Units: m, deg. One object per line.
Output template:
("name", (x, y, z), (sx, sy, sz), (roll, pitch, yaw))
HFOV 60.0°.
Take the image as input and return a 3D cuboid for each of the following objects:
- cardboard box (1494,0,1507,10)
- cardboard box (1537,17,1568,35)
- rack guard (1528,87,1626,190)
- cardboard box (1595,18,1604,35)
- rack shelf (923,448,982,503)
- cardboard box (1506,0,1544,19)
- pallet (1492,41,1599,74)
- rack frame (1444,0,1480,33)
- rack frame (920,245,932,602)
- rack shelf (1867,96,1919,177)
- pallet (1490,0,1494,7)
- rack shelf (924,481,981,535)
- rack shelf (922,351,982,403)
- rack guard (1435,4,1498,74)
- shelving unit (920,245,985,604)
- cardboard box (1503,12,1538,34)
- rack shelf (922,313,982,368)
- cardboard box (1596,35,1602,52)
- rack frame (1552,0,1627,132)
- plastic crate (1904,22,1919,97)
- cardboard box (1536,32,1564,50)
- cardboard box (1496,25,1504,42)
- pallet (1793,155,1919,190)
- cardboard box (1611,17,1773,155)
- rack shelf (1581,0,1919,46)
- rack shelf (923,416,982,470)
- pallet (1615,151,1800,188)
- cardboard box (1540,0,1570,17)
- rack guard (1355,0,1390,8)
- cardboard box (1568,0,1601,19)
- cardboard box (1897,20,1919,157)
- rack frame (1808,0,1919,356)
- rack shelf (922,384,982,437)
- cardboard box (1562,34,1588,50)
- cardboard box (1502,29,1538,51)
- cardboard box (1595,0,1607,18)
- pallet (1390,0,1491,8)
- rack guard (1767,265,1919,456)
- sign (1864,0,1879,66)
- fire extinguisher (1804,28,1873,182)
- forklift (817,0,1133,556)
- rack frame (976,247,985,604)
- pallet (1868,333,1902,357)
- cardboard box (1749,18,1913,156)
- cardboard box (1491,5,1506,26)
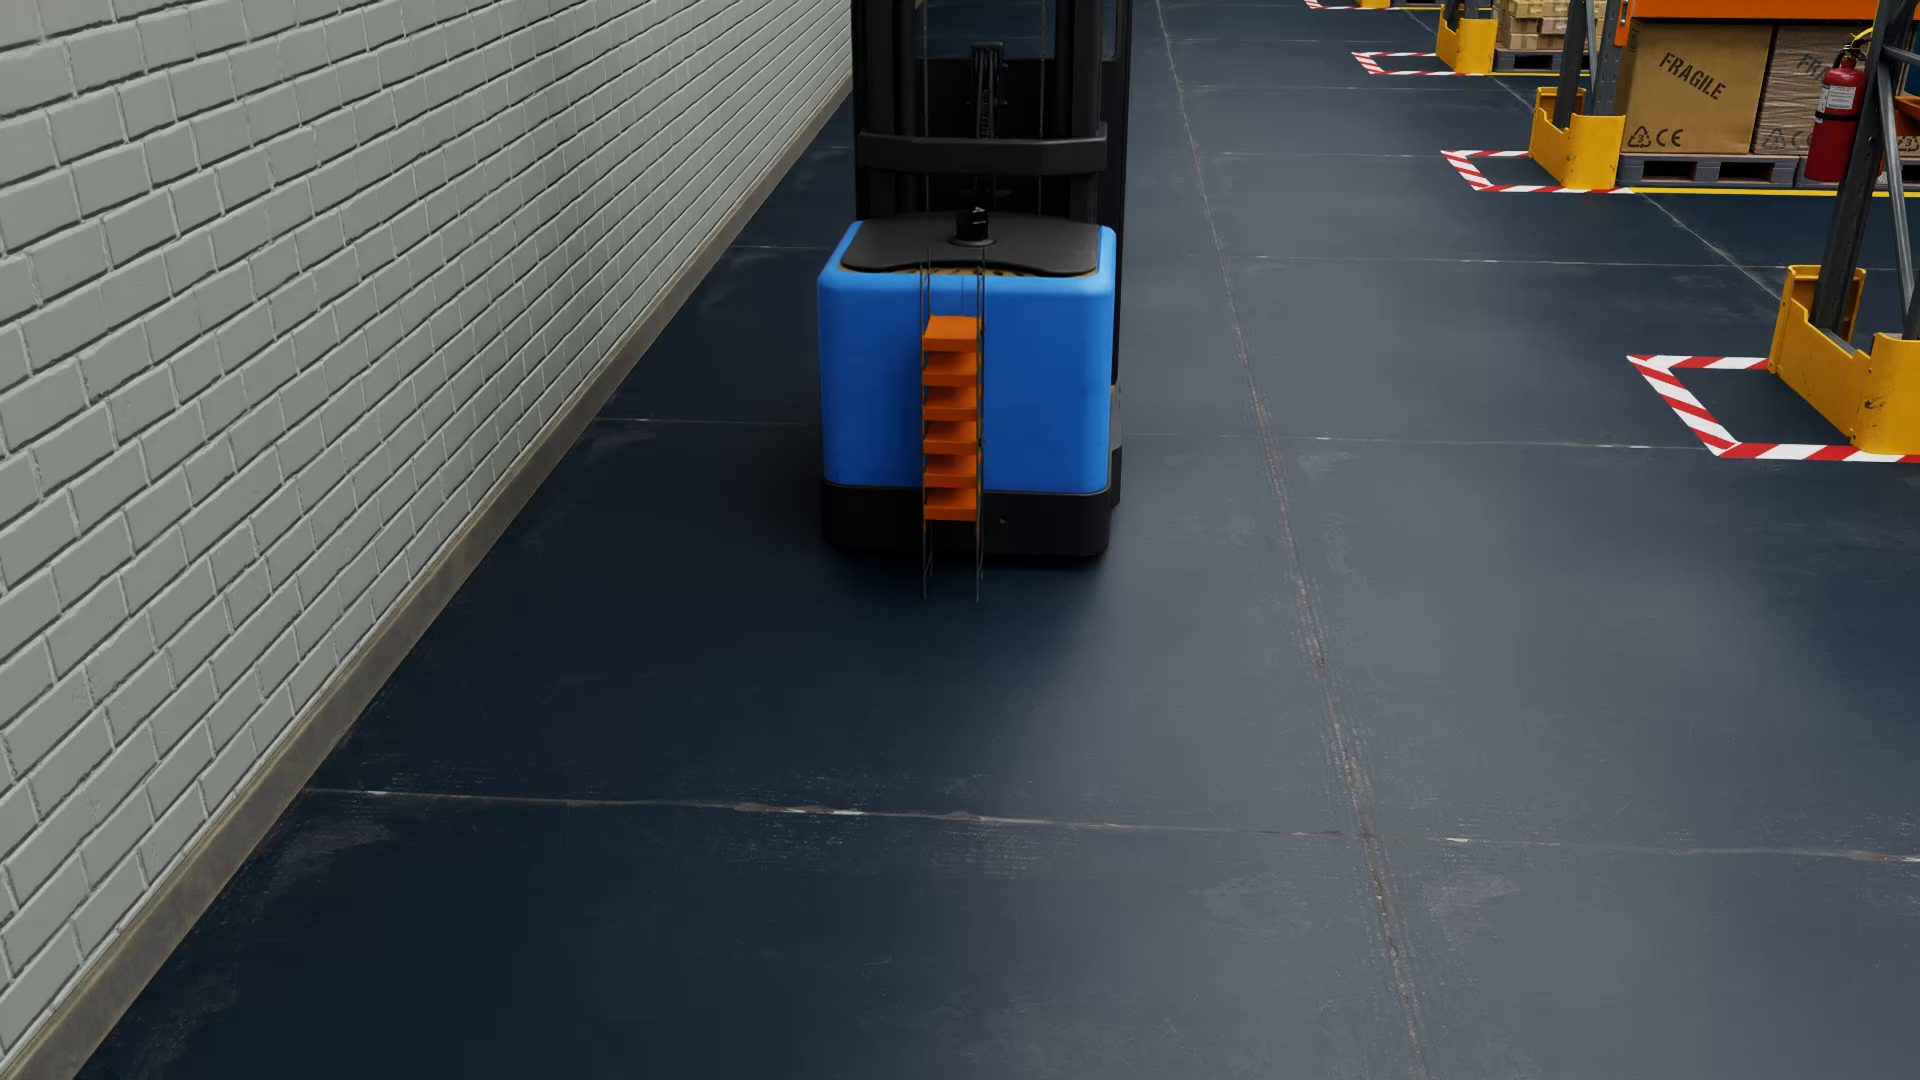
("cardboard box", (5.469, -5.352, 16.490), (0.250, 0.149, 0.380), (2, 25, 5))
("cardboard box", (5.693, -4.973, 16.021), (0.250, 0.149, 0.380), (2, 25, 4))
("rack guard", (4.417, -2.899, 11.952), (0.348, 0.500, 1.175), (2, 25, 4))
("cardboard box", (6.191, -4.948, 15.968), (0.250, 0.149, 0.380), (3, 25, 6))
("rack shelf", (-0.022, -0.227, 5.698), (0.180, 0.103, 0.258), (2, 25, 5))
("cardboard box", (5.418, -5.105, 15.953), (0.250, 0.149, 0.380), (1, 25, 2))
("pallet", (5.805, -4.788, 16.403), (1.213, 0.211, 1.003), (2, 25, 4))
("rack frame", (4.922, -6.098, 15.914), (0.127, 3.000, 1.000), (2, 25, 4))
("rack frame", (-0.114, -0.379, 5.636), (0.006, 1.200, 0.240), (2, 25, 5))
("rack shelf", (6.056, -1.579, 6.953), (4.000, 0.370, 1.077), (2, 25, 4))
("pallet", (7.216, -6.864, 20.915), (1.213, 0.211, 1.003), (2, 25, 4))
("rack shelf", (-0.022, -0.118, 5.749), (0.180, 0.103, 0.258), (2, 25, 5))
("rack shelf", (-0.023, -0.553, 5.545), (0.180, 0.103, 0.258), (2, 25, 5))
("rack guard", (4.997, -4.960, 16.431), (0.348, 0.500, 1.175), (2, 25, 4))
("shelving unit", (-0.023, -0.375, 5.628), (0.189, 1.200, 0.258), (2, 25, 5))
("cardboard box", (5.424, -5.005, 16.091), (0.250, 0.149, 0.380), (3, 25, 6))
("rack shelf", (-0.023, -0.661, 5.494), (0.180, 0.103, 0.258), (2, 25, 5))
("cardboard box", (6.181, -4.810, 16.023), (0.250, 0.149, 0.380), (2, 25, 5))
("rack frame", (4.441, -4.034, 11.428), (0.127, 3.000, 1.000), (2, 25, 4))
("plastic crate", (4.410, -2.080, 7.068), (0.499, 0.435, 0.616), (2, 25, 4))
("cardboard box", (5.687, -4.869, 16.151), (0.250, 0.149, 0.380), (2, 25, 4))
("cardboard box", (5.462, -5.064, 16.574), (0.250, 0.149, 0.380), (2, 25, 5))
("pallet", (6.457, -2.734, 11.939), (1.213, 0.211, 1.003), (2, 25, 4))
("cardboard box", (5.085, -3.272, 11.812), (0.875, 0.875, 0.875), (2, 25, 4))
("rack shelf", (6.435, -3.643, 11.439), (4.000, 0.370, 1.077), (2, 25, 4))
("rack shelf", (-0.023, -0.335, 5.647), (0.180, 0.103, 0.258), (2, 25, 5))
("pallet", (5.244, -2.774, 12.026), (1.213, 0.211, 1.003), (2, 25, 4))
("cardboard box", (5.702, -5.147, 16.043), (0.250, 0.149, 0.380), (2, 25, 5))
("rack guard", (5.176, -7.029, 20.929), (0.348, 0.500, 1.175), (2, 25, 4))
("cardboard box", (5.943, -5.085, 15.910), (0.250, 0.149, 0.380), (2, 25, 4))
("cardboard box", (6.880, -3.215, 11.687), (0.875, 0.875, 0.875), (2, 25, 4))
("rack frame", (4.062, -1.970, 6.942), (0.127, 3.000, 1.000), (2, 25, 4))
("rack shelf", (-0.023, -0.444, 5.596), (0.180, 0.103, 0.258), (2, 25, 5))
("cardboard box", (5.935, -4.864, 16.140), (0.250, 0.149, 0.380), (2, 25, 5))
("cardboard box", (5.419, -4.843, 16.095), (0.250, 0.149, 0.380), (2, 25, 5))
("cardboard box", (6.197, -5.112, 15.967), (0.250, 0.149, 0.380), (1, 25, 1))
("pallet", (6.003, -6.904, 21.003), (1.213, 0.211, 1.003), (2, 25, 4))
("rack guard", (4.037, -0.829, 7.454), (0.348, 0.500, 1.175), (2, 25, 4))
("sign", (4.088, -2.273, 7.407), (0.005, 0.325, 0.100), (2, 25, 4))
("fire extinguisher", (3.946, -1.959, 7.458), (0.183, 0.674, 0.296), (2, 25, 4))
("forklift", (0.145, -1.853, 6.772), (1.130, 2.935, 3.031), (2, 25, 5))
("rack frame", (0.069, -0.372, 5.621), (0.006, 1.200, 0.240), (2, 25, 5))
("pallet", (4.881, -0.660, 7.432), (1.213, 0.211, 1.003), (2, 25, 4))
("cardboard box", (5.993, -3.243, 11.749), (0.875, 0.875, 0.875), (2, 25, 4))
("cardboard box", (5.470, -5.231, 16.581), (0.250, 0.149, 0.380), (1, 25, 3))
